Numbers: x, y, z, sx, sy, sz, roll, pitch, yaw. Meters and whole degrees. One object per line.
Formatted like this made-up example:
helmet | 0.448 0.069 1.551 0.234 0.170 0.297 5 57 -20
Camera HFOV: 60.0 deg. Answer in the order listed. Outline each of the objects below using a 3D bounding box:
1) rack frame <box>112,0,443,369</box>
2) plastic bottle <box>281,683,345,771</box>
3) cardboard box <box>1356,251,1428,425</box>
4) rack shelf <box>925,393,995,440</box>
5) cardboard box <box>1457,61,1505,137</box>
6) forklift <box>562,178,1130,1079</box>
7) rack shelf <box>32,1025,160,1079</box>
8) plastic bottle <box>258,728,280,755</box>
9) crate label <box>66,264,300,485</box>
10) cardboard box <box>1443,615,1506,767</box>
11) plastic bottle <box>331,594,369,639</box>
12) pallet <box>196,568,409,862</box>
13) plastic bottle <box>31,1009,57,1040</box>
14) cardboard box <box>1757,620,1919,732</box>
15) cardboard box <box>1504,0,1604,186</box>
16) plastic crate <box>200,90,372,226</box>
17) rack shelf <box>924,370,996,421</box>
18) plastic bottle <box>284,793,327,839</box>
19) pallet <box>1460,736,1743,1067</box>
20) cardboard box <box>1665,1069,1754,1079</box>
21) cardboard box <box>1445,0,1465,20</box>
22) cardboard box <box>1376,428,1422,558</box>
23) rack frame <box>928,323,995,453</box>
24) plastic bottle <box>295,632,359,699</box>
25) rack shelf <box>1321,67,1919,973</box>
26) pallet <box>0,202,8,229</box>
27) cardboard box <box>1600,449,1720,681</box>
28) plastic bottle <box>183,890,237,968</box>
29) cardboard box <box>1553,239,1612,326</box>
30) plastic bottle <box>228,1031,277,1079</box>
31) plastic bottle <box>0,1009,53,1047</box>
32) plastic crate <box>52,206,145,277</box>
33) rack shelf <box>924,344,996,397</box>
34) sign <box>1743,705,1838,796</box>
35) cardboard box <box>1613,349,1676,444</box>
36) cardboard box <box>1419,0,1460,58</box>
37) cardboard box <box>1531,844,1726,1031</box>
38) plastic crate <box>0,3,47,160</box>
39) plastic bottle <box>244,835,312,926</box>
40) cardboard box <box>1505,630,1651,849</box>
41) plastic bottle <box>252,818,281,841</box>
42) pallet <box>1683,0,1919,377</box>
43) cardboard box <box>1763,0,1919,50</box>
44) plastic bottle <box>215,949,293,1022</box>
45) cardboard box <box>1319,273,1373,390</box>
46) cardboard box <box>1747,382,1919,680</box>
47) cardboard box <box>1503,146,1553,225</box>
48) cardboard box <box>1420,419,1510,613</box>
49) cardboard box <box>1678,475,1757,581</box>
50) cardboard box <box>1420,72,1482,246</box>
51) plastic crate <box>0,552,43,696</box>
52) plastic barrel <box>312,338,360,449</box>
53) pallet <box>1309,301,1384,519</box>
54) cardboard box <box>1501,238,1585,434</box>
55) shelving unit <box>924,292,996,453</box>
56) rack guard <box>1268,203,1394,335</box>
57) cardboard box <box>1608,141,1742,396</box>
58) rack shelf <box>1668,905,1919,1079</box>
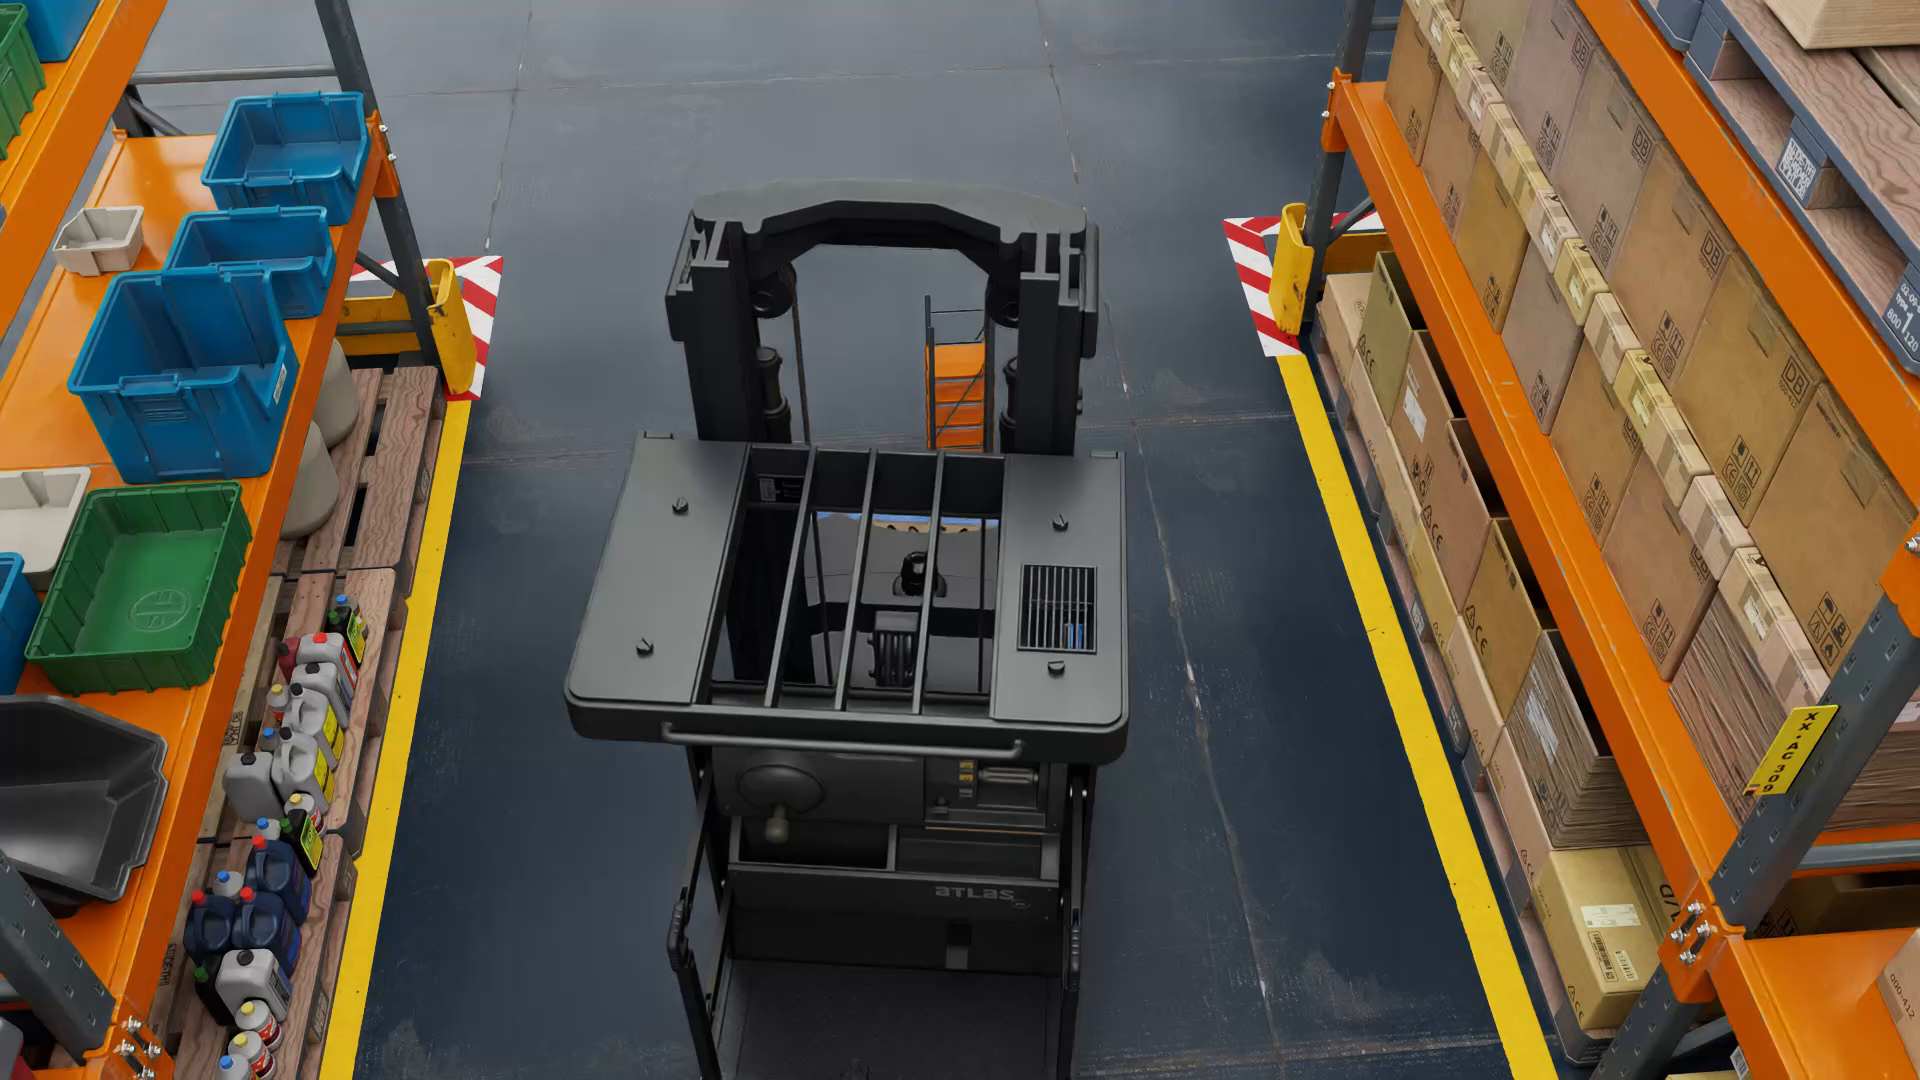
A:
rack frame | -2.863 -1.832 6.555 1.000 3.000 0.127 -3 47 -3
plastic bottle | -2.249 0.634 5.741 0.144 0.351 0.185 -2 47 -2
cardboard box | 1.940 -0.824 6.689 0.500 0.500 0.500 -3 47 -3
rack shelf | -0.001 -0.475 6.406 0.258 0.103 0.180 -3 47 -3
cardboard box | 1.955 -1.536 5.760 0.380 0.149 0.250 -4 47 -4
forklift | -0.195 0.709 4.197 1.130 2.935 3.031 3 47 2
rack shelf | -2.361 2.757 2.705 1.077 0.370 4.000 -3 47 -3
plastic bottle | -2.366 0.725 5.759 0.097 0.201 0.097 0 47 0
crate label | -2.439 -0.528 5.297 0.502 0.435 0.616 -3 47 -3
cardboard box | 2.063 0.520 5.933 0.500 0.250 0.500 -3 47 -3
plastic bottle | -2.272 0.282 6.178 0.097 0.201 0.097 0 47 0
pallet | -2.648 0.648 6.127 1.003 0.211 1.213 -3 47 -3
plastic bottle | -2.725 1.365 5.049 0.144 0.351 0.185 -3 47 -3
cardboard box | 2.172 0.323 3.999 0.380 0.149 0.250 -4 47 -3
cardboard box | 2.197 -1.489 5.268 0.700 0.500 0.500 -3 47 -3
plastic crate | -2.523 -1.436 6.283 0.499 0.251 0.616 -3 47 -3
rack shelf | -0.001 -0.558 6.319 0.258 0.103 0.180 -3 47 -3
plastic bottle | -2.198 0.921 5.572 0.097 0.201 0.097 0 47 0
pallet | 2.383 1.145 5.657 1.003 0.211 1.213 -3 47 -3
cardboard box | 2.195 1.687 4.442 0.500 0.311 0.500 -3 47 -3
cardboard box | 2.104 -2.234 5.974 0.700 0.500 0.500 -3 47 -3
cardboard box | 1.984 -0.204 6.618 0.500 0.250 0.500 -3 47 -3
rack frame | 0.006 -0.357 6.398 0.240 1.200 0.006 -3 47 -3
plastic bottle | -2.278 0.440 5.977 0.152 0.276 0.135 -3 47 -3
rack shelf | 2.241 -0.436 5.729 1.077 0.370 4.000 -3 47 -3
pallet | -2.686 -0.420 3.283 1.213 0.211 1.003 -3 47 -3
cardboard box | 2.314 0.028 4.725 0.700 0.500 0.500 -4 47 -4
plastic bottle | -2.326 1.222 5.185 0.144 0.351 0.185 -3 47 -3
cardboard box | 2.042 -0.788 5.051 0.380 0.149 0.250 -2 47 -2
plastic bottle | -2.126 1.543 4.984 0.097 0.201 0.097 0 47 0
plastic bottle | -2.869 1.374 5.041 0.144 0.351 0.185 -5 47 -4
plastic crate | -3.109 -1.074 6.019 0.298 0.136 0.250 -3 47 -3
rack shelf | -0.001 -0.640 6.232 0.258 0.103 0.180 -3 47 -3
sign | 1.855 0.474 3.721 0.100 0.325 0.005 -3 47 -3
cardboard box | 2.089 -0.413 4.696 0.380 0.149 0.250 -4 47 -3
cardboard box | 1.917 -1.899 6.104 0.380 0.149 0.250 -5 47 -4
cardboard box | 2.152 1.243 5.248 0.500 0.250 0.500 -3 47 -3
plastic crate | -2.389 -1.054 3.899 0.336 0.188 0.450 -3 47 -3
plastic bottle | -2.198 1.076 5.323 0.144 0.351 0.185 -5 47 -5
cardboard box | 2.121 0.623 5.319 0.500 0.500 0.500 -3 47 -3
plastic bottle | -2.247 0.999 5.450 0.097 0.271 0.097 0 47 0
pallet | 2.311 -0.852 3.623 1.003 0.211 1.213 -3 47 -3
cardboard box | 2.035 -1.230 3.706 0.380 0.149 0.250 -3 47 -3
plastic bottle | -2.172 1.358 5.107 0.152 0.276 0.135 -2 47 -2
cardboard box | 1.897 -0.927 7.303 0.500 0.250 0.500 -3 47 -3
cardboard box | 2.365 -0.037 3.893 0.700 0.500 0.500 -3 47 -3
cardboard box | 2.002 -1.159 5.402 0.380 0.149 0.250 -4 47 -4
cardboard box | 2.020 -0.100 6.003 0.500 0.500 0.500 -3 47 -3
cardboard box | 2.129 -0.045 4.348 0.380 0.149 0.250 -5 47 -4
cardboard box | 2.149 -1.446 6.121 0.700 0.500 0.500 -2 47 -2
plastic crate | -2.891 0.329 4.611 0.499 0.251 0.616 -3 47 -3
plastic barrel | -2.732 -0.649 6.859 0.421 0.512 0.421 0 47 0
pallet | 2.179 -0.620 7.329 1.003 0.211 1.213 -3 47 -3
cardboard box | 2.232 -0.706 5.420 0.700 0.500 0.500 -2 47 -2
shelving unit | -0.001 -0.423 6.461 0.258 1.200 0.189 -3 47 -3
rack guard | 2.071 -1.288 7.762 1.175 0.500 0.348 -3 47 -3
cardboard box | 2.280 -0.765 4.583 0.700 0.500 0.500 -4 47 -3
rack shelf | 2.576 2.459 2.988 1.077 0.370 4.000 -3 47 -3
